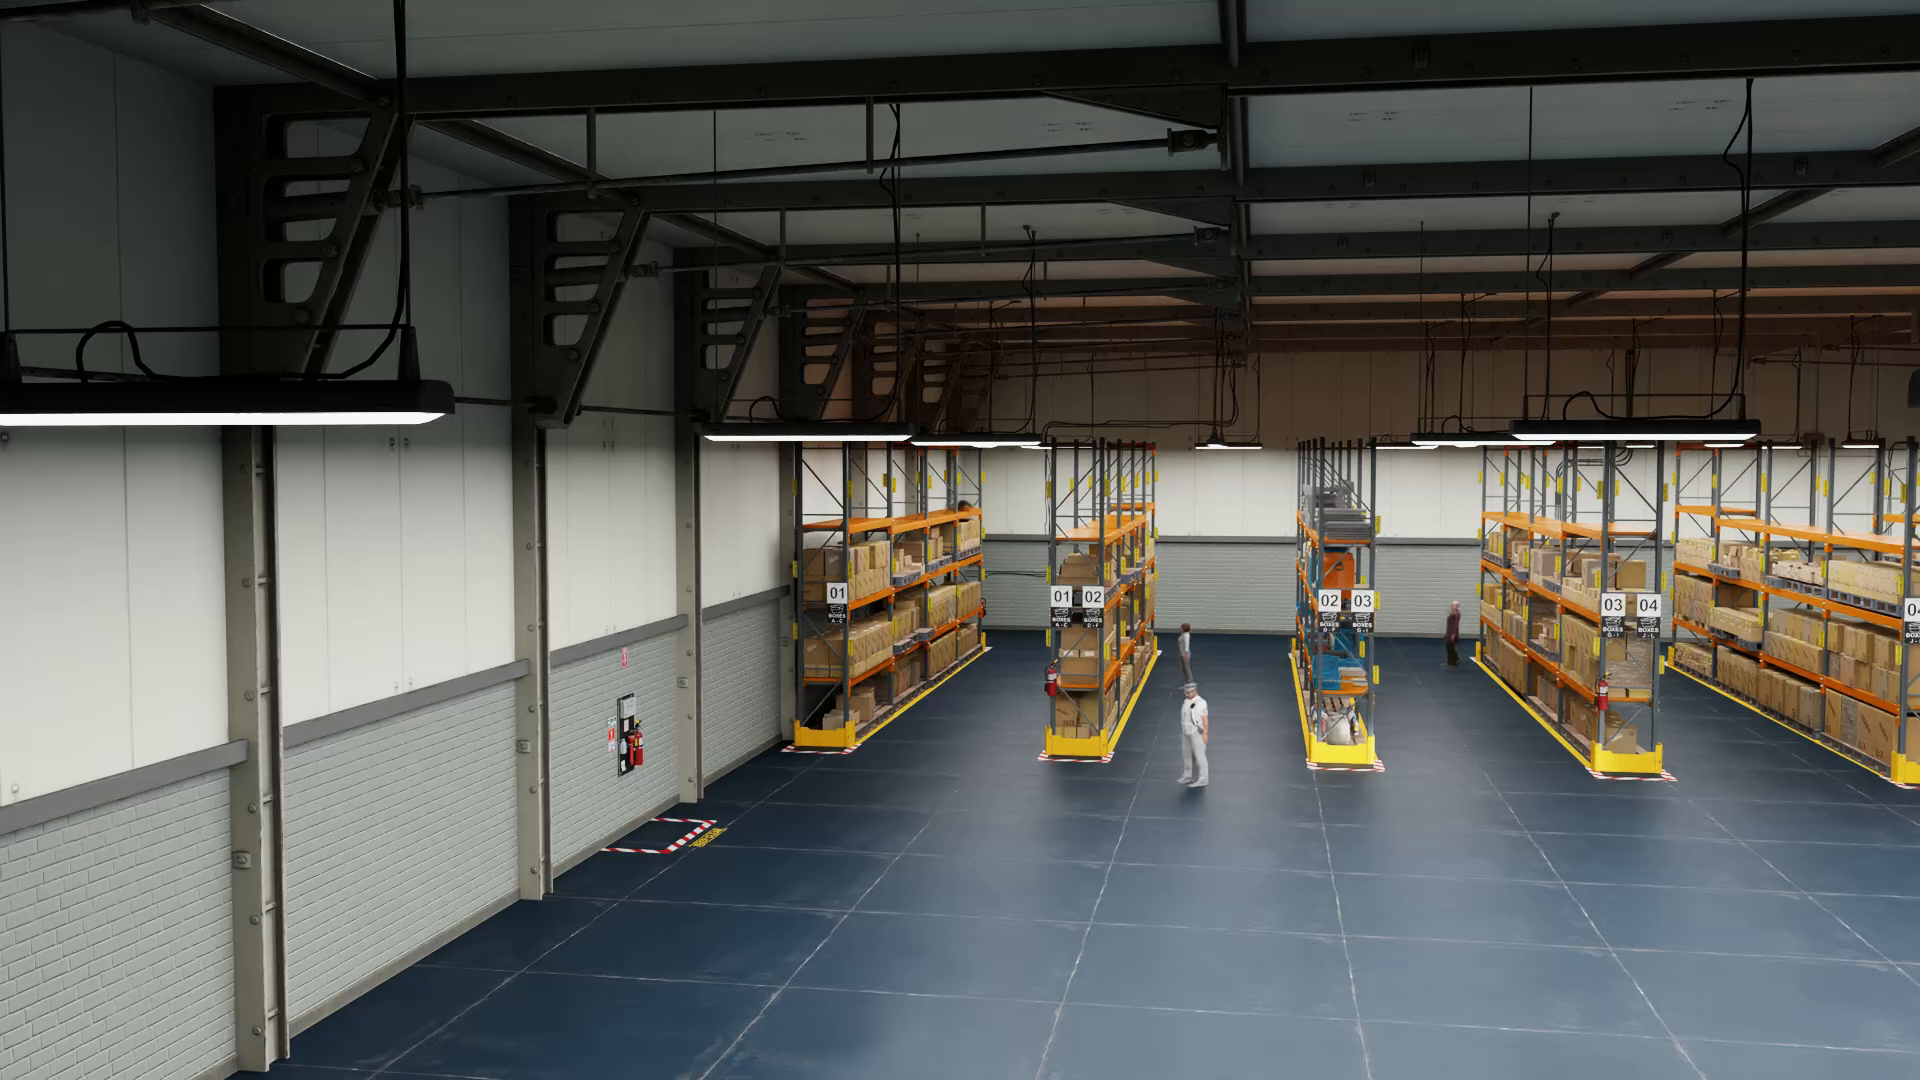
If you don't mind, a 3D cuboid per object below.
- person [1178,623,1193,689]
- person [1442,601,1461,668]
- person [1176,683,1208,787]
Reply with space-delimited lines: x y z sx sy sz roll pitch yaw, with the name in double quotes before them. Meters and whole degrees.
"person" 5.459 2.806 40.154 0.371 1.620 0.483 0 3 -9
"person" 13.042 2.507 44.130 0.485 1.787 0.567 1 3 25
"person" 3.994 3.335 28.620 0.461 1.742 0.631 -2 3 -30
